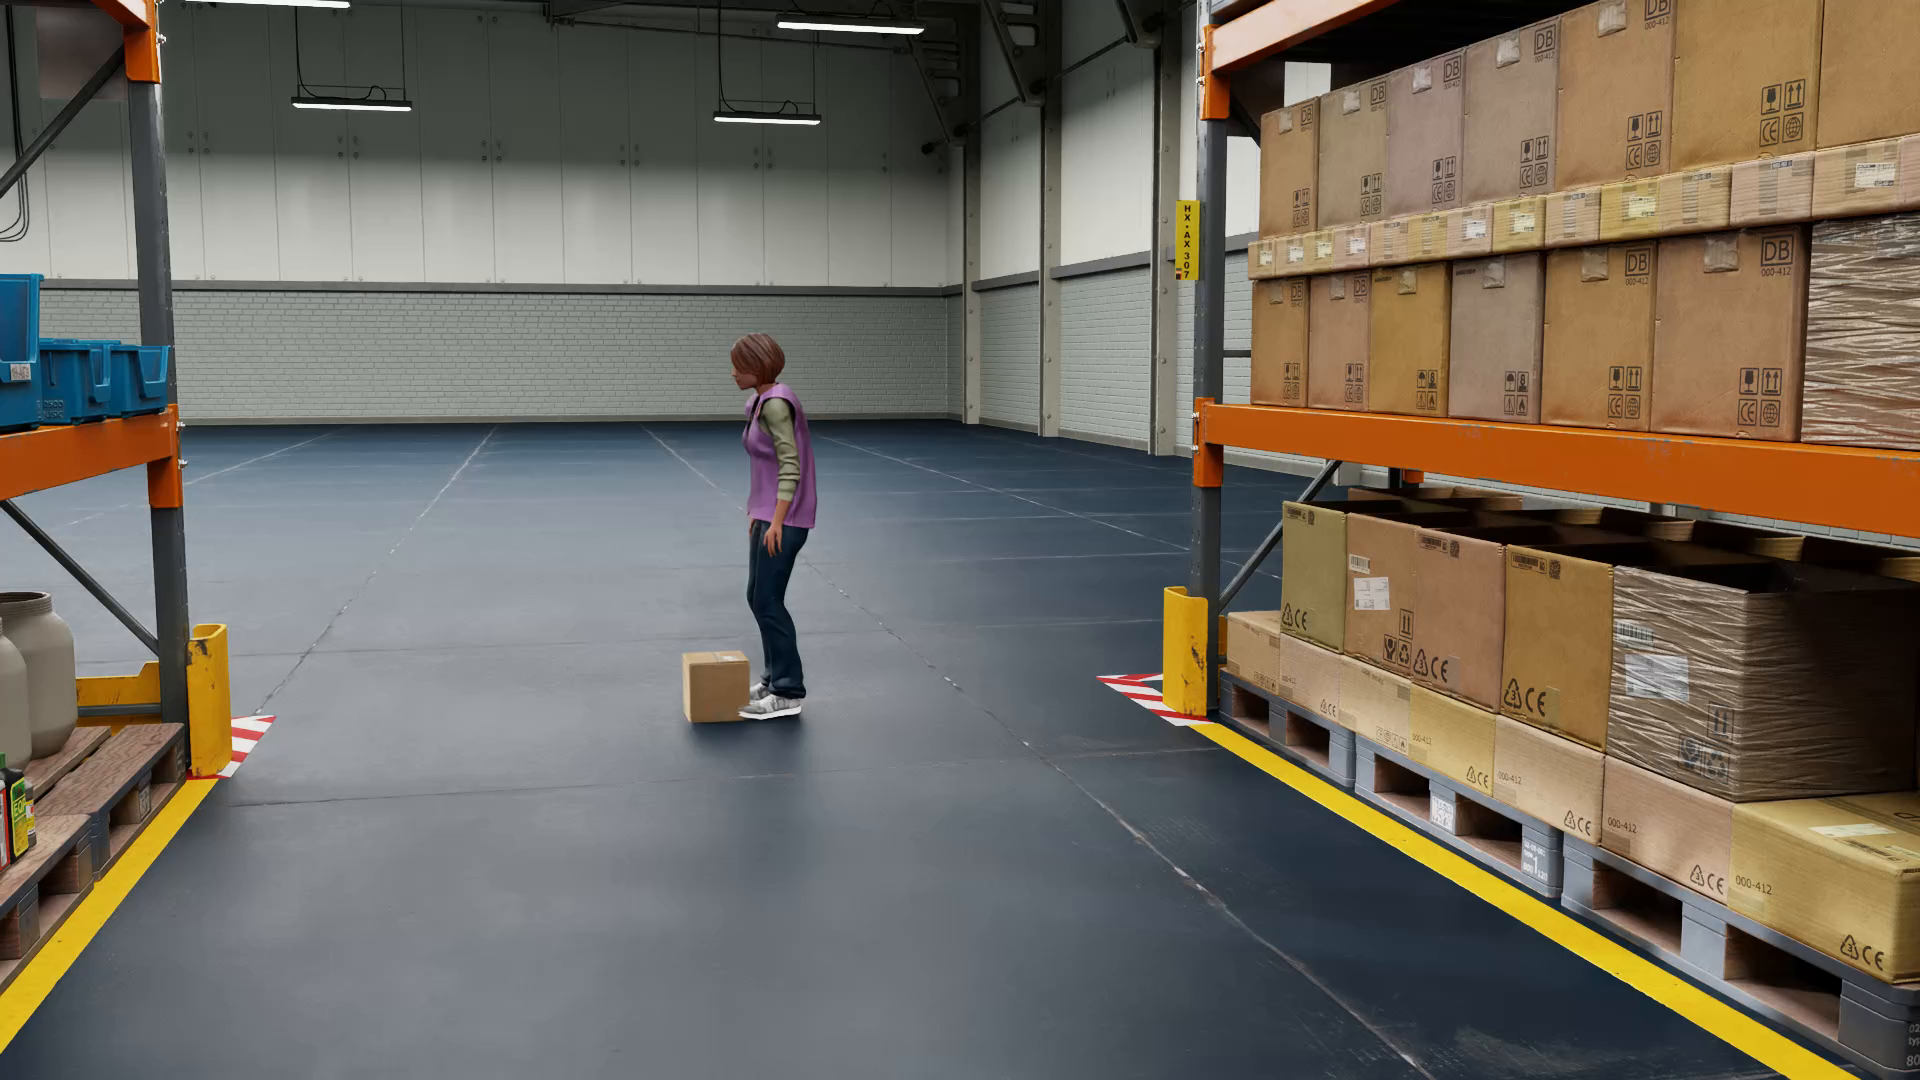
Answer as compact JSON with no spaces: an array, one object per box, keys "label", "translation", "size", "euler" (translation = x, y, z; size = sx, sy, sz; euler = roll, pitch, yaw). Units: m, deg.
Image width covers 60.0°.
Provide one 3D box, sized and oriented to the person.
[{"label":"person","translation":[-0.782,-0.062,6.946],"size":[0.347,1.591,0.466],"euler":[-2,7,-16]}]
